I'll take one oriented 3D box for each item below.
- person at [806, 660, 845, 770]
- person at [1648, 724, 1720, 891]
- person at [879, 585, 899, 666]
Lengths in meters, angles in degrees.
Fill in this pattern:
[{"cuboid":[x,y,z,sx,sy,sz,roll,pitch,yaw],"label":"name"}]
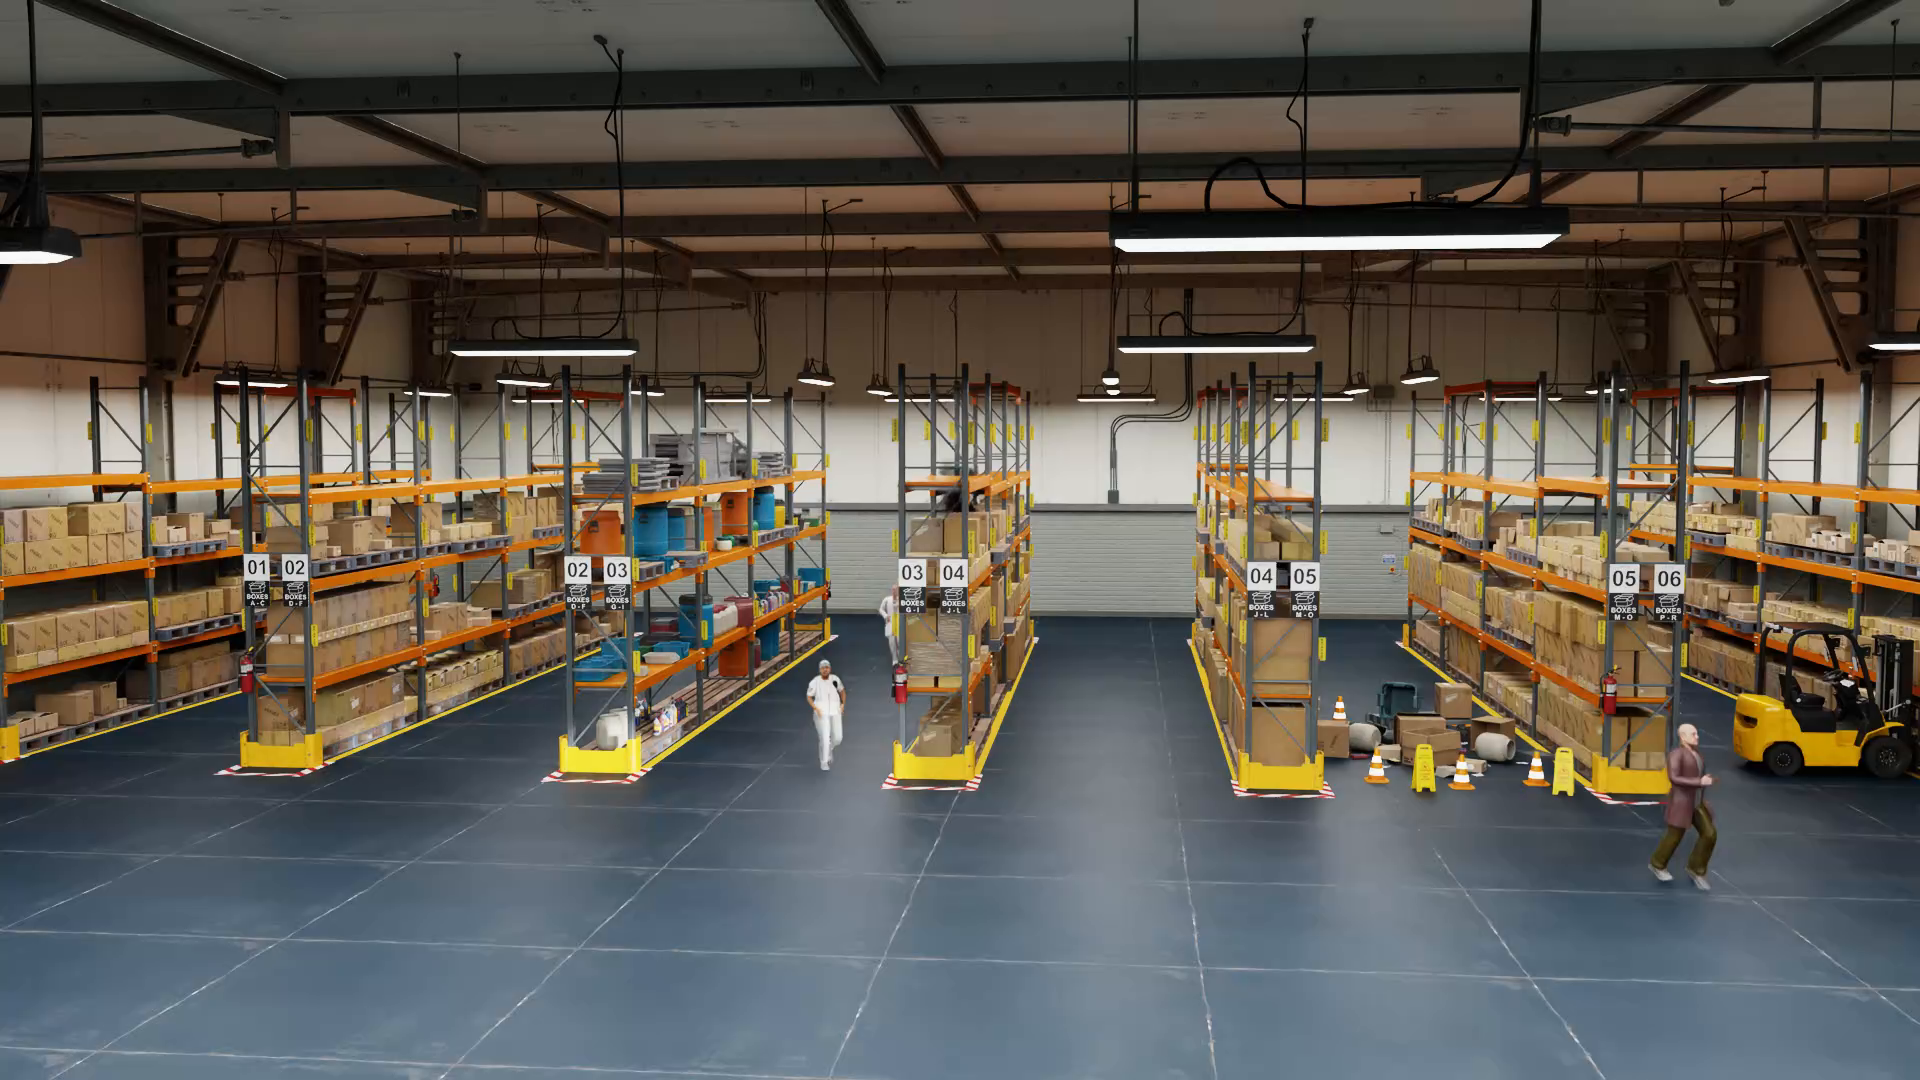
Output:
[{"cuboid":[-1.974,2.607,24.800,0.611,1.633,0.476,-1,4,-18],"label":"person"},{"cuboid":[7.989,2.944,18.319,0.708,1.857,0.840,-2,4,-31],"label":"person"},{"cuboid":[-1.395,1.838,35.946,0.711,1.735,0.636,0,4,0],"label":"person"}]
